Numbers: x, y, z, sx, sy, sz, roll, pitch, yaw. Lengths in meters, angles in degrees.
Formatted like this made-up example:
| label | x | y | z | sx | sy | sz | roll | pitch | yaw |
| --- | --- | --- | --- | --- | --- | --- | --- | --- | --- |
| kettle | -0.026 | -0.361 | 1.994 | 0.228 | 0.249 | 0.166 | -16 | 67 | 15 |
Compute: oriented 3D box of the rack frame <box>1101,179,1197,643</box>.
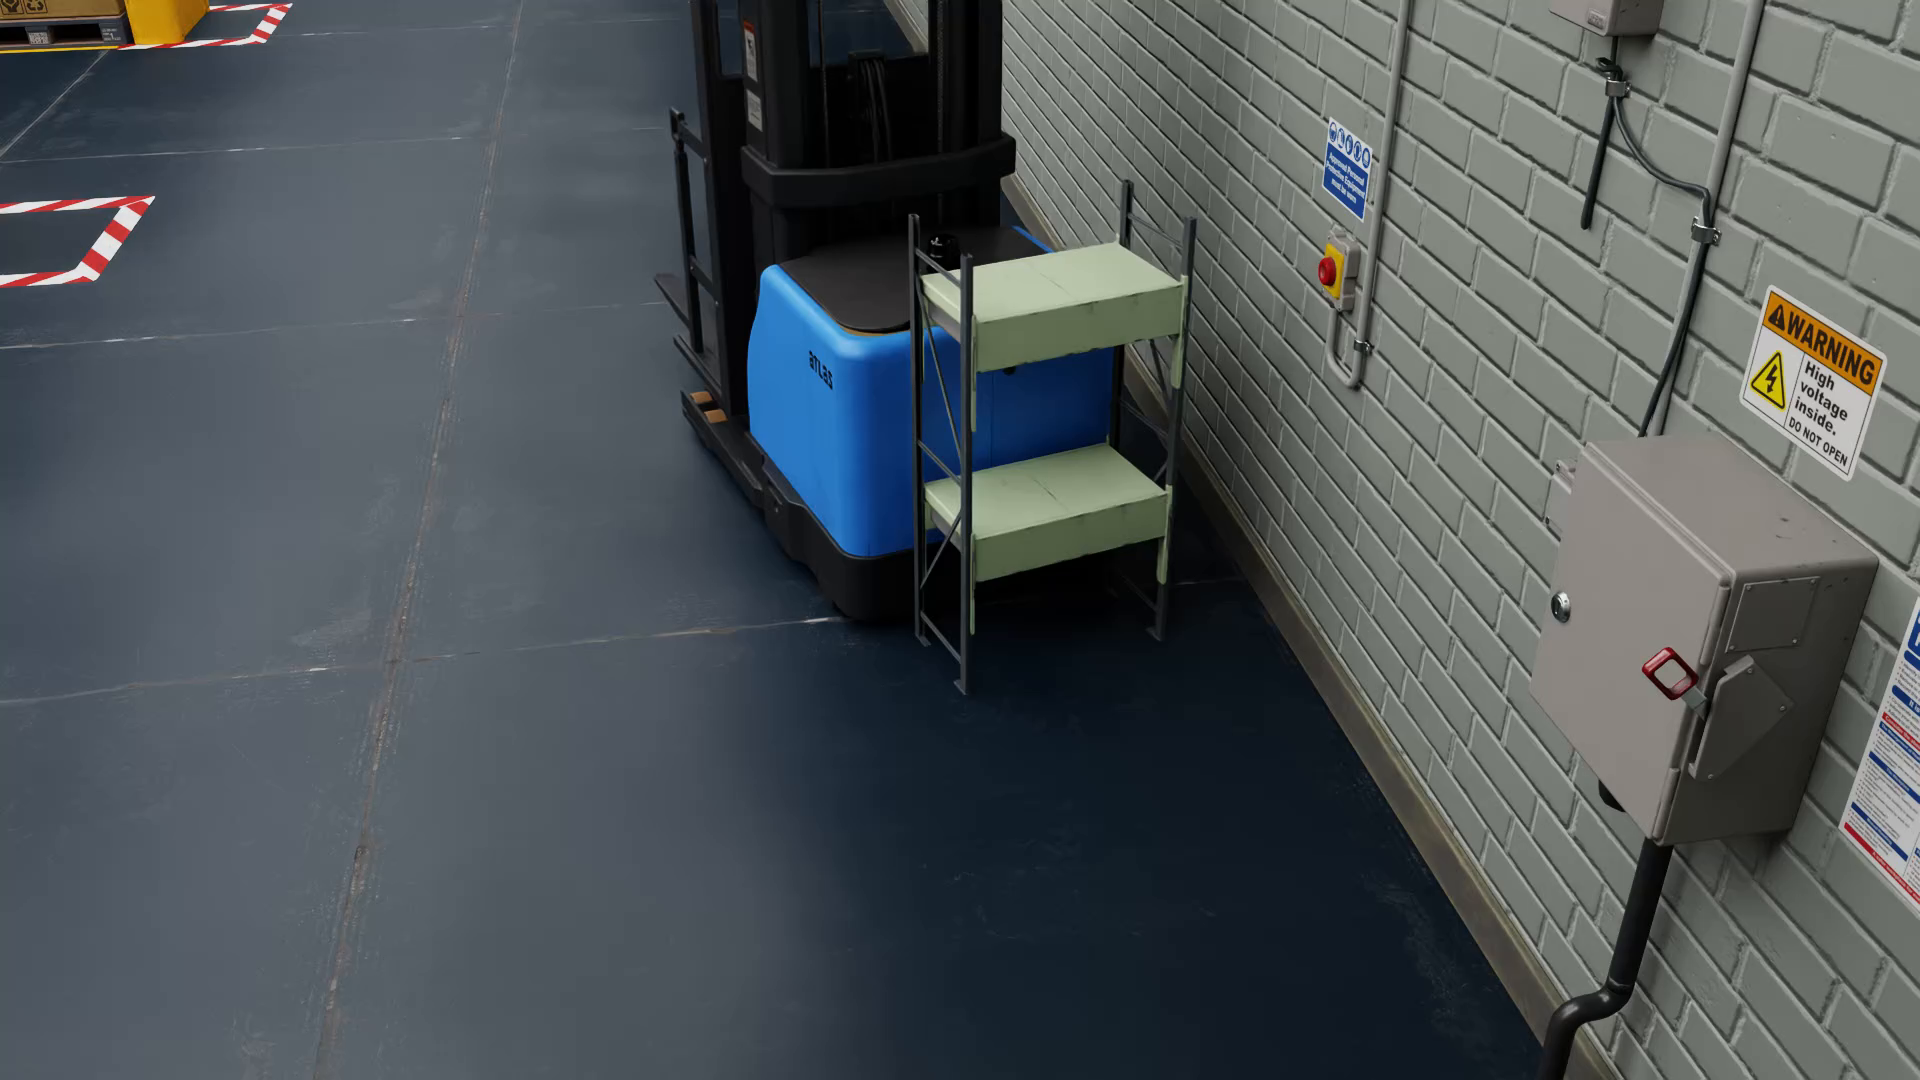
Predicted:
| label | x | y | z | sx | sy | sz | roll | pitch | yaw |
| --- | --- | --- | --- | --- | --- | --- | --- | --- | --- |
| rack frame | 0.603 | -0.390 | 5.434 | 0.023 | 1.500 | 0.400 | -14 | 33 | -22 |

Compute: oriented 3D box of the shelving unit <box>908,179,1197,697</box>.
| label | x | y | z | sx | sy | sz | roll | pitch | yaw |
| --- | --- | --- | --- | --- | --- | --- | --- | --- | --- |
| shelving unit | 0.273 | -0.311 | 5.299 | 0.755 | 1.500 | 0.431 | -14 | 33 | -22 |

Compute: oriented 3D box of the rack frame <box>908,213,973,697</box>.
| label | x | y | z | sx | sy | sz | roll | pitch | yaw |
| --- | --- | --- | --- | --- | --- | --- | --- | --- | --- |
| rack frame | -0.058 | -0.231 | 5.164 | 0.023 | 1.500 | 0.400 | -14 | 33 | -22 |

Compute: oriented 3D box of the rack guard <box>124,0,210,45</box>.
| label | x | y | z | sx | sy | sz | roll | pitch | yaw |
| --- | --- | --- | --- | --- | --- | --- | --- | --- | --- |
| rack guard | -6.223 | -4.281 | 13.038 | 0.348 | 0.500 | 1.175 | -5 | 31 | -9 |

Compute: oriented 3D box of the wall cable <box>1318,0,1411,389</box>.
| label | x | y | z | sx | sy | sz | roll | pitch | yaw |
| --- | --- | --- | --- | --- | --- | --- | --- | --- | --- |
| wall cable | 1.081 | -1.394 | 4.628 | 0.123 | 1.953 | 0.585 | -5 | 31 | -9 |

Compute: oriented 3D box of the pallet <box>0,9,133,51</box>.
| label | x | y | z | sx | sy | sz | roll | pitch | yaw |
| --- | --- | --- | --- | --- | --- | --- | --- | --- | --- |
| pallet | -7.019 | -4.043 | 12.917 | 1.213 | 0.211 | 1.003 | -5 | 31 | -9 |

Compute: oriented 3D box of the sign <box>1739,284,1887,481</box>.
| label | x | y | z | sx | sy | sz | roll | pitch | yaw |
| --- | --- | --- | --- | --- | --- | --- | --- | --- | --- |
| sign | 1.510 | -0.284 | 2.959 | 0.001 | 0.242 | 0.339 | -5 | 31 | -9 |

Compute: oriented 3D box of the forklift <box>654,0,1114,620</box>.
| label | x | y | z | sx | sy | sz | roll | pitch | yaw |
| --- | --- | --- | --- | --- | --- | --- | --- | --- | --- |
| forklift | -0.524 | -1.721 | 6.285 | 1.130 | 2.935 | 3.031 | -13 | 33 | -21 |

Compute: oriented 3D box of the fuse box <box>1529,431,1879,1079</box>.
| label | x | y | z | sx | sy | sz | roll | pitch | yaw |
| --- | --- | --- | --- | --- | --- | --- | --- | --- | --- |
| fuse box | 1.316 | 0.674 | 3.416 | 0.414 | 1.711 | 0.539 | -5 | 31 | -9 |

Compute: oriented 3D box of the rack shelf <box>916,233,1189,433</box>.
| label | x | y | z | sx | sy | sz | roll | pitch | yaw |
| --- | --- | --- | --- | --- | --- | --- | --- | --- | --- |
| rack shelf | 0.273 | -0.647 | 5.101 | 0.720 | 0.370 | 0.431 | -14 | 33 | -22 |

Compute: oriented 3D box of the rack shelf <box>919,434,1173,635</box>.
| label | x | y | z | sx | sy | sz | roll | pitch | yaw |
| --- | --- | --- | --- | --- | --- | --- | --- | --- | --- |
| rack shelf | 0.273 | -0.030 | 5.464 | 0.720 | 0.370 | 0.431 | -14 | 33 | -22 |

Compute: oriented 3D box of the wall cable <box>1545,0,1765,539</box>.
| label | x | y | z | sx | sy | sz | roll | pitch | yaw |
| --- | --- | --- | --- | --- | --- | --- | --- | --- | --- |
| wall cable | 1.348 | -0.674 | 3.435 | 0.122 | 1.984 | 0.588 | -5 | 31 | -9 |

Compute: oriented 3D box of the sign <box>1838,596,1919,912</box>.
| label | x | y | z | sx | sy | sz | roll | pitch | yaw |
| --- | --- | --- | --- | --- | --- | --- | --- | --- | --- |
| sign | 1.609 | 0.387 | 2.727 | 0.001 | 0.494 | 0.329 | -5 | 31 | -9 |

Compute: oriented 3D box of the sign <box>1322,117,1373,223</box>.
| label | x | y | z | sx | sy | sz | roll | pitch | yaw |
| --- | --- | --- | --- | --- | --- | --- | --- | --- | --- |
| sign | 1.133 | -1.088 | 4.875 | 0.001 | 0.218 | 0.327 | -5 | 31 | -9 |

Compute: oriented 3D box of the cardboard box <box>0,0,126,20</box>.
| label | x | y | z | sx | sy | sz | roll | pitch | yaw |
| --- | --- | --- | --- | --- | --- | --- | --- | --- | --- |
| cardboard box | -6.861 | -4.524 | 12.666 | 0.875 | 0.875 | 0.875 | -5 | 31 | -9 |
